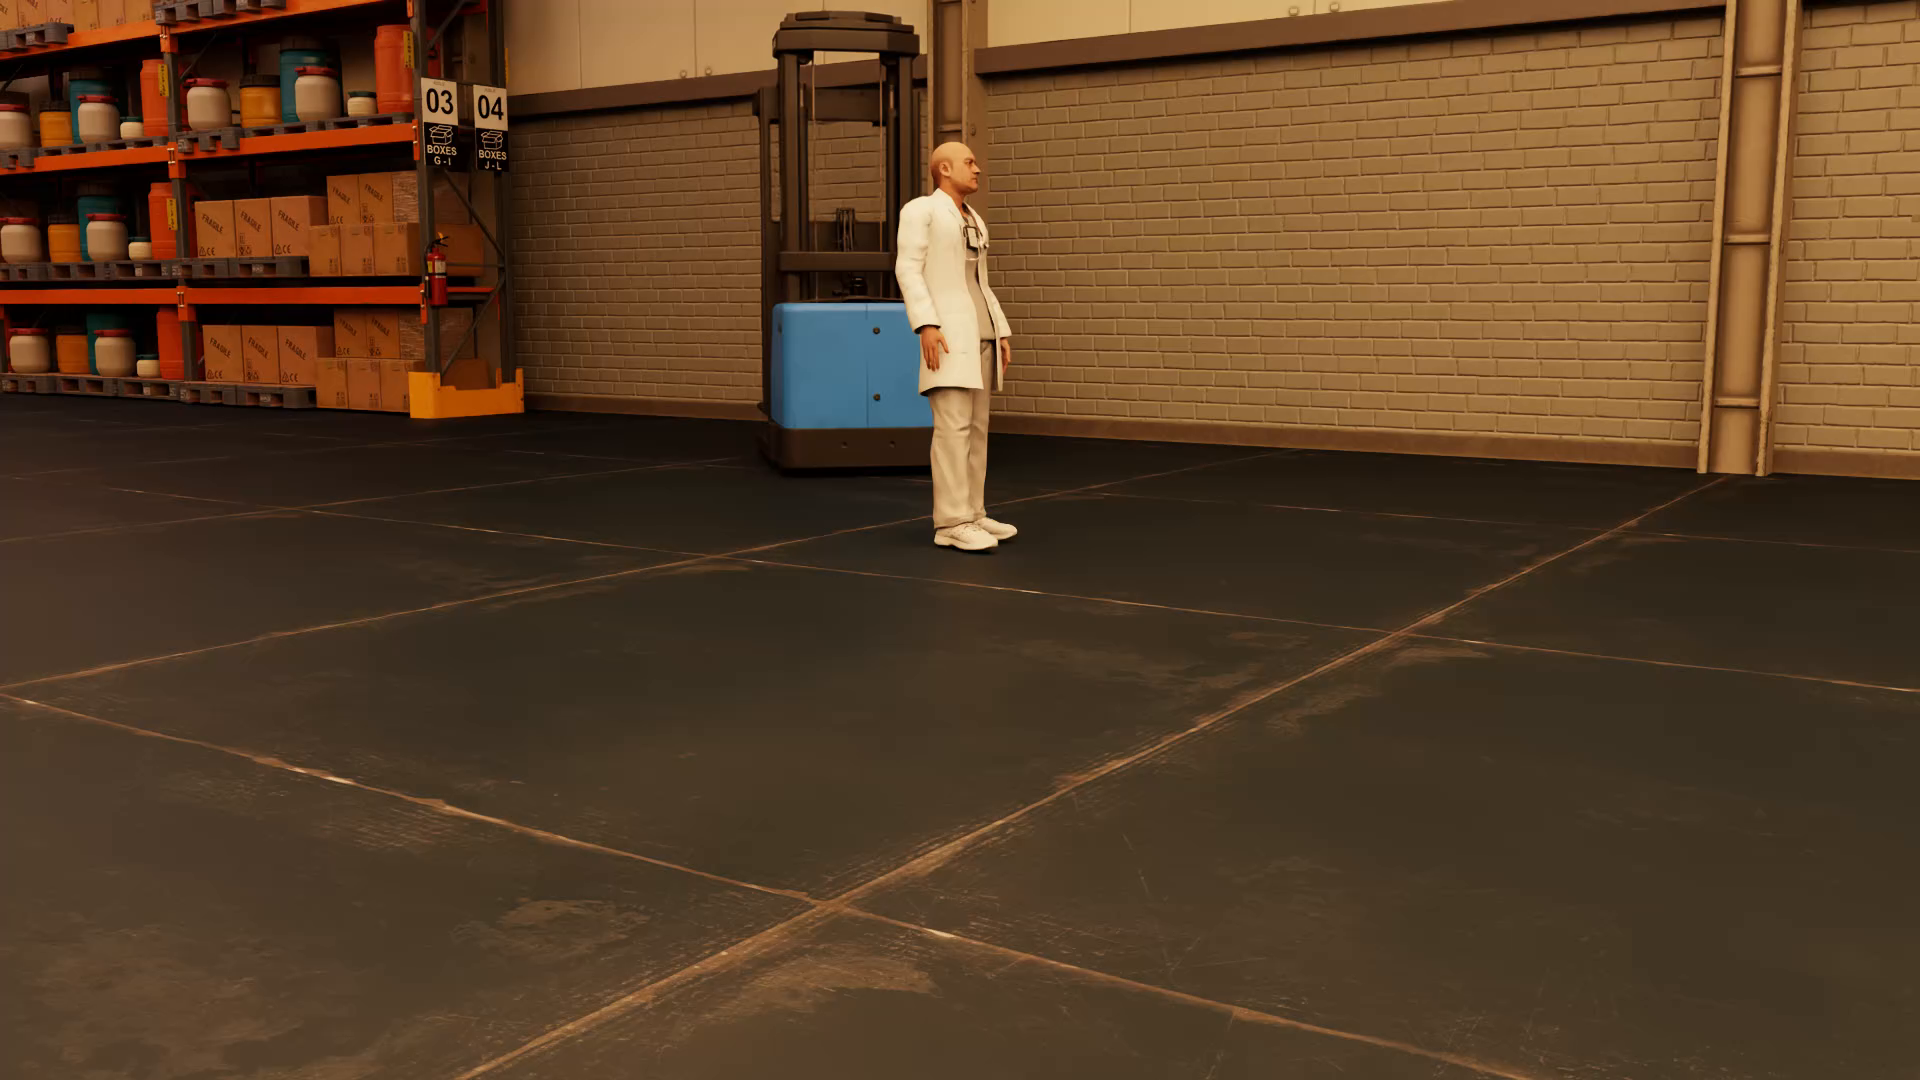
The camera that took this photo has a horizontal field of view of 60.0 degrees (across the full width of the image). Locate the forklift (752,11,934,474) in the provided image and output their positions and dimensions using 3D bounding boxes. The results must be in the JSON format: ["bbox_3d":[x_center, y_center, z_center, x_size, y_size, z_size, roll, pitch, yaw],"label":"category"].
[{"bbox_3d":[-0.850,-2.040,11.542,1.130,2.935,3.031,-2,8,-11],"label":"forklift"}]

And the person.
[{"bbox_3d":[0.072,-0.879,7.423,0.581,1.775,0.696,5,10,34],"label":"person"}]
